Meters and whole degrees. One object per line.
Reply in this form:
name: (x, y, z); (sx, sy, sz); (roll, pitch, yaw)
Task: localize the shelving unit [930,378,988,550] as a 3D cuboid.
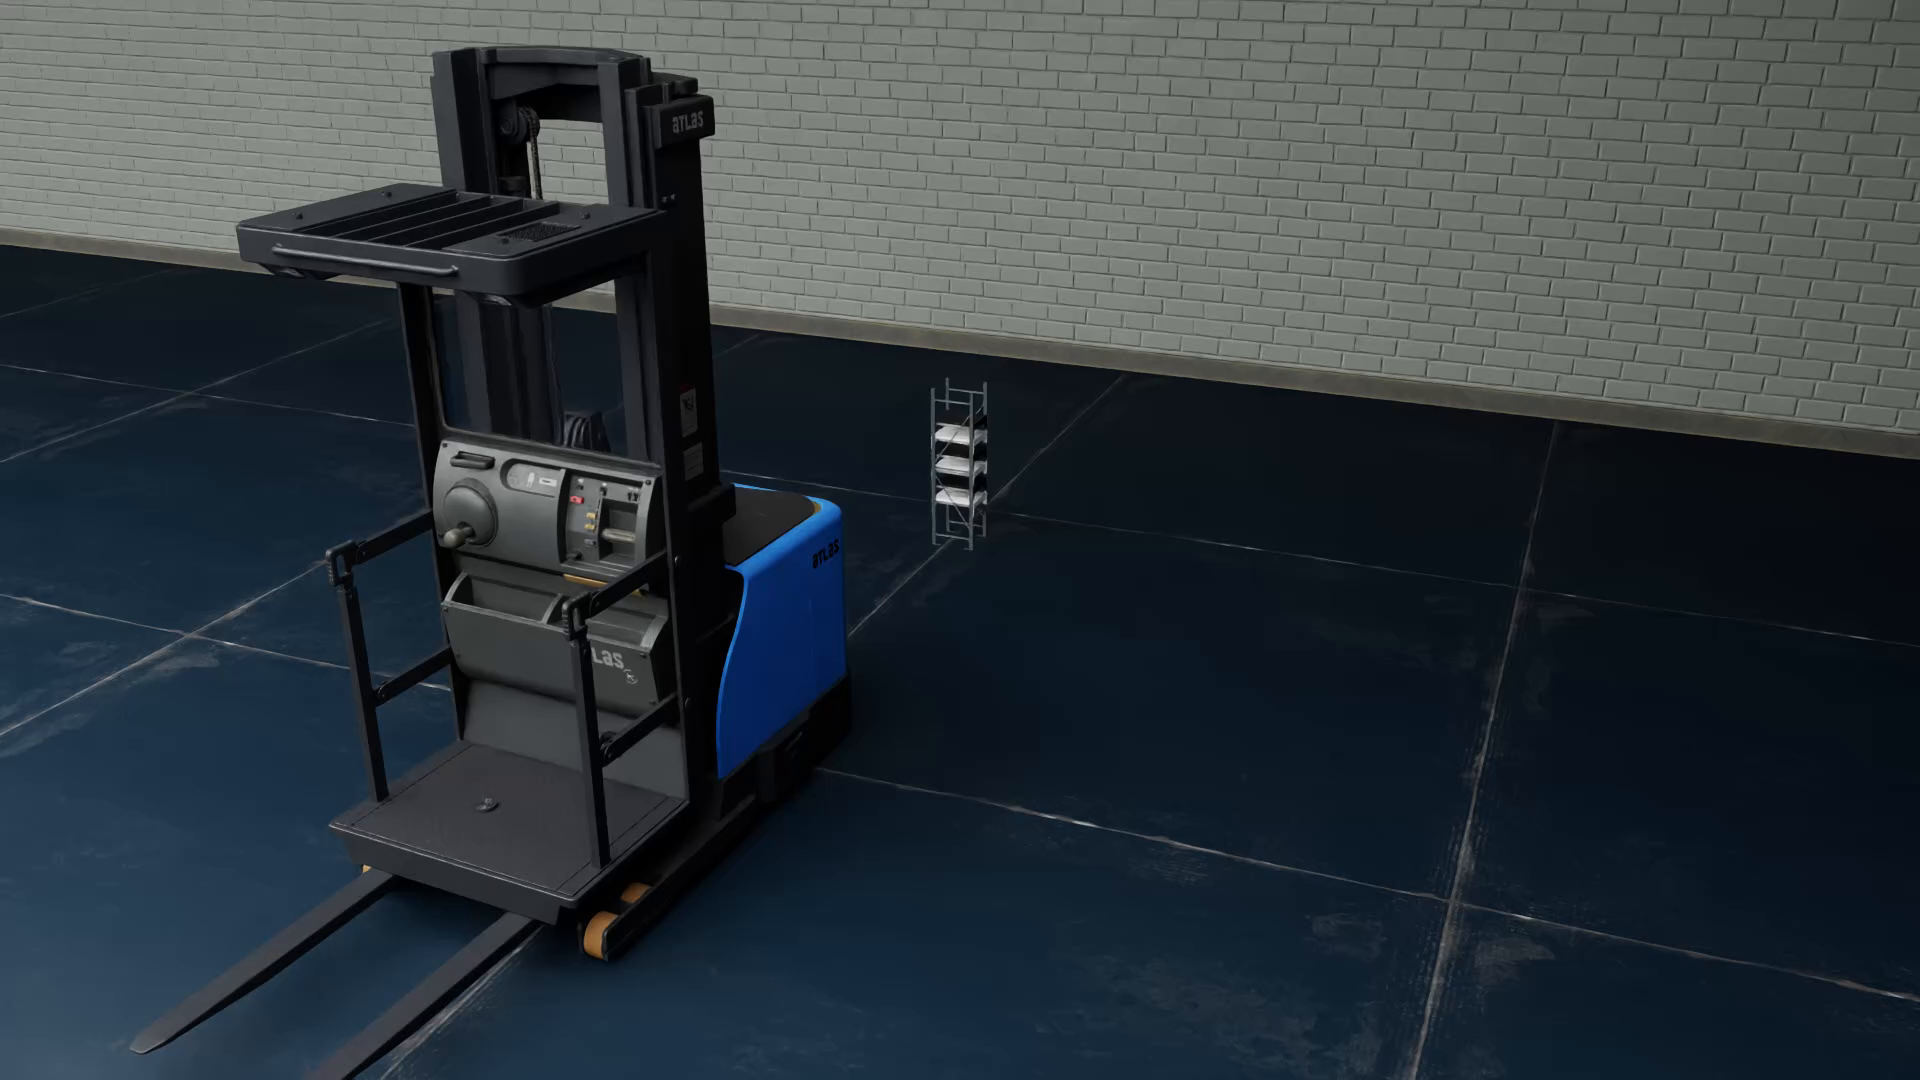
shelving unit: (-0.003, -0.412, 9.070); (0.258, 0.900, 0.210); (9, 24, 20)

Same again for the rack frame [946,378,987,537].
rack frame: (0.035, -0.449, 9.157); (0.240, 0.900, 0.006); (9, 24, 20)

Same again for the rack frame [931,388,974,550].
rack frame: (-0.041, -0.376, 8.982); (0.240, 0.900, 0.006); (9, 24, 20)

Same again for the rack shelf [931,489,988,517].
rack shelf: (-0.003, -0.215, 9.152); (0.258, 0.077, 0.200); (9, 24, 20)

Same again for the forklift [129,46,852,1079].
forklift: (-1.555, -0.088, 5.658); (1.130, 2.935, 3.031); (10, 25, 23)

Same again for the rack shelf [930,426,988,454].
rack shelf: (-0.003, -0.548, 9.013); (0.258, 0.077, 0.200); (9, 24, 20)

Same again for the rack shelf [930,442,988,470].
rack shelf: (-0.003, -0.465, 9.048); (0.258, 0.077, 0.200); (9, 24, 20)

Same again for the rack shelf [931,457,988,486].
rack shelf: (-0.003, -0.382, 9.082); (0.258, 0.077, 0.200); (9, 24, 20)

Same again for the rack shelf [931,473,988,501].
rack shelf: (-0.003, -0.299, 9.117); (0.258, 0.077, 0.200); (9, 24, 20)

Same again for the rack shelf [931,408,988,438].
rack shelf: (-0.003, -0.631, 8.978); (0.258, 0.077, 0.200); (9, 24, 20)
